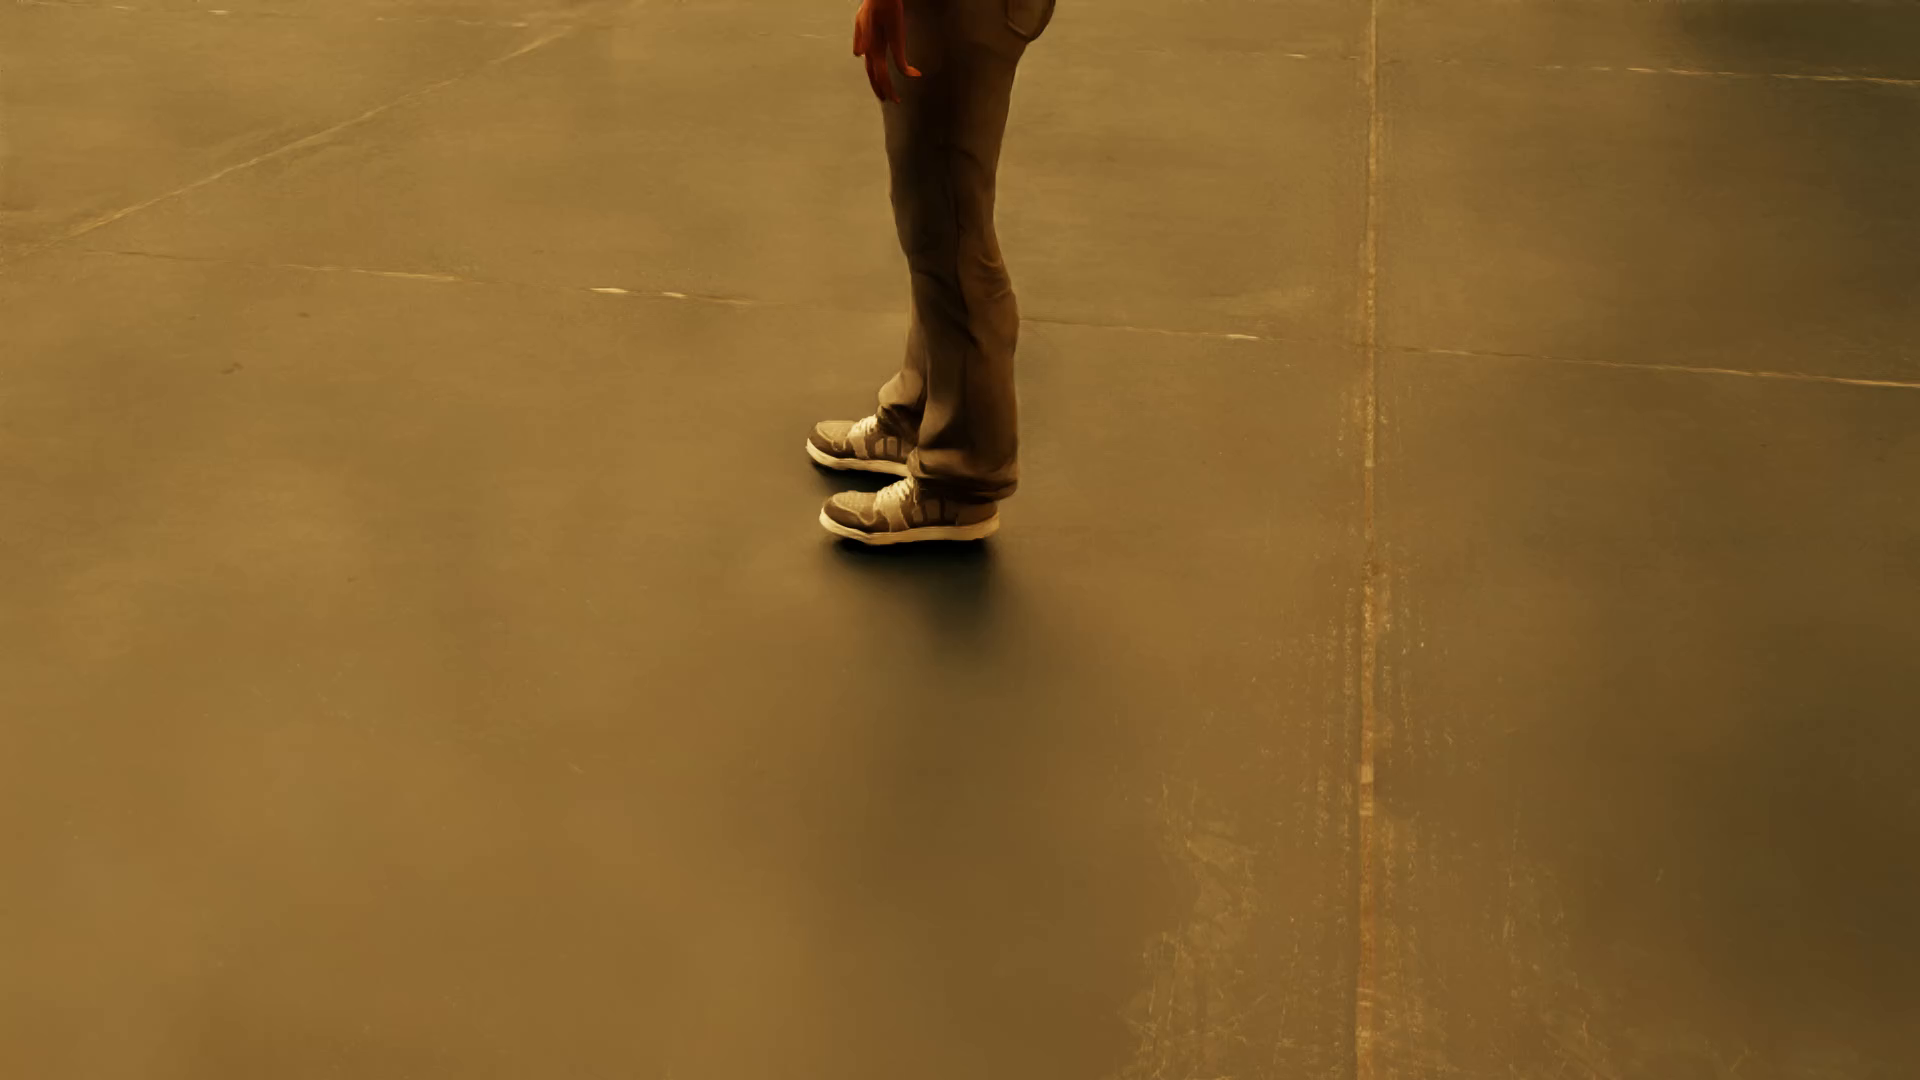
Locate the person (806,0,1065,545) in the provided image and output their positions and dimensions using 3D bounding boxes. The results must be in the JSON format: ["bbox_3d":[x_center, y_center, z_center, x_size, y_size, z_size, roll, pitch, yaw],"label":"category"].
[{"bbox_3d":[-0.069,-0.733,2.164,0.474,1.597,0.521,6,27,11],"label":"person"}]
